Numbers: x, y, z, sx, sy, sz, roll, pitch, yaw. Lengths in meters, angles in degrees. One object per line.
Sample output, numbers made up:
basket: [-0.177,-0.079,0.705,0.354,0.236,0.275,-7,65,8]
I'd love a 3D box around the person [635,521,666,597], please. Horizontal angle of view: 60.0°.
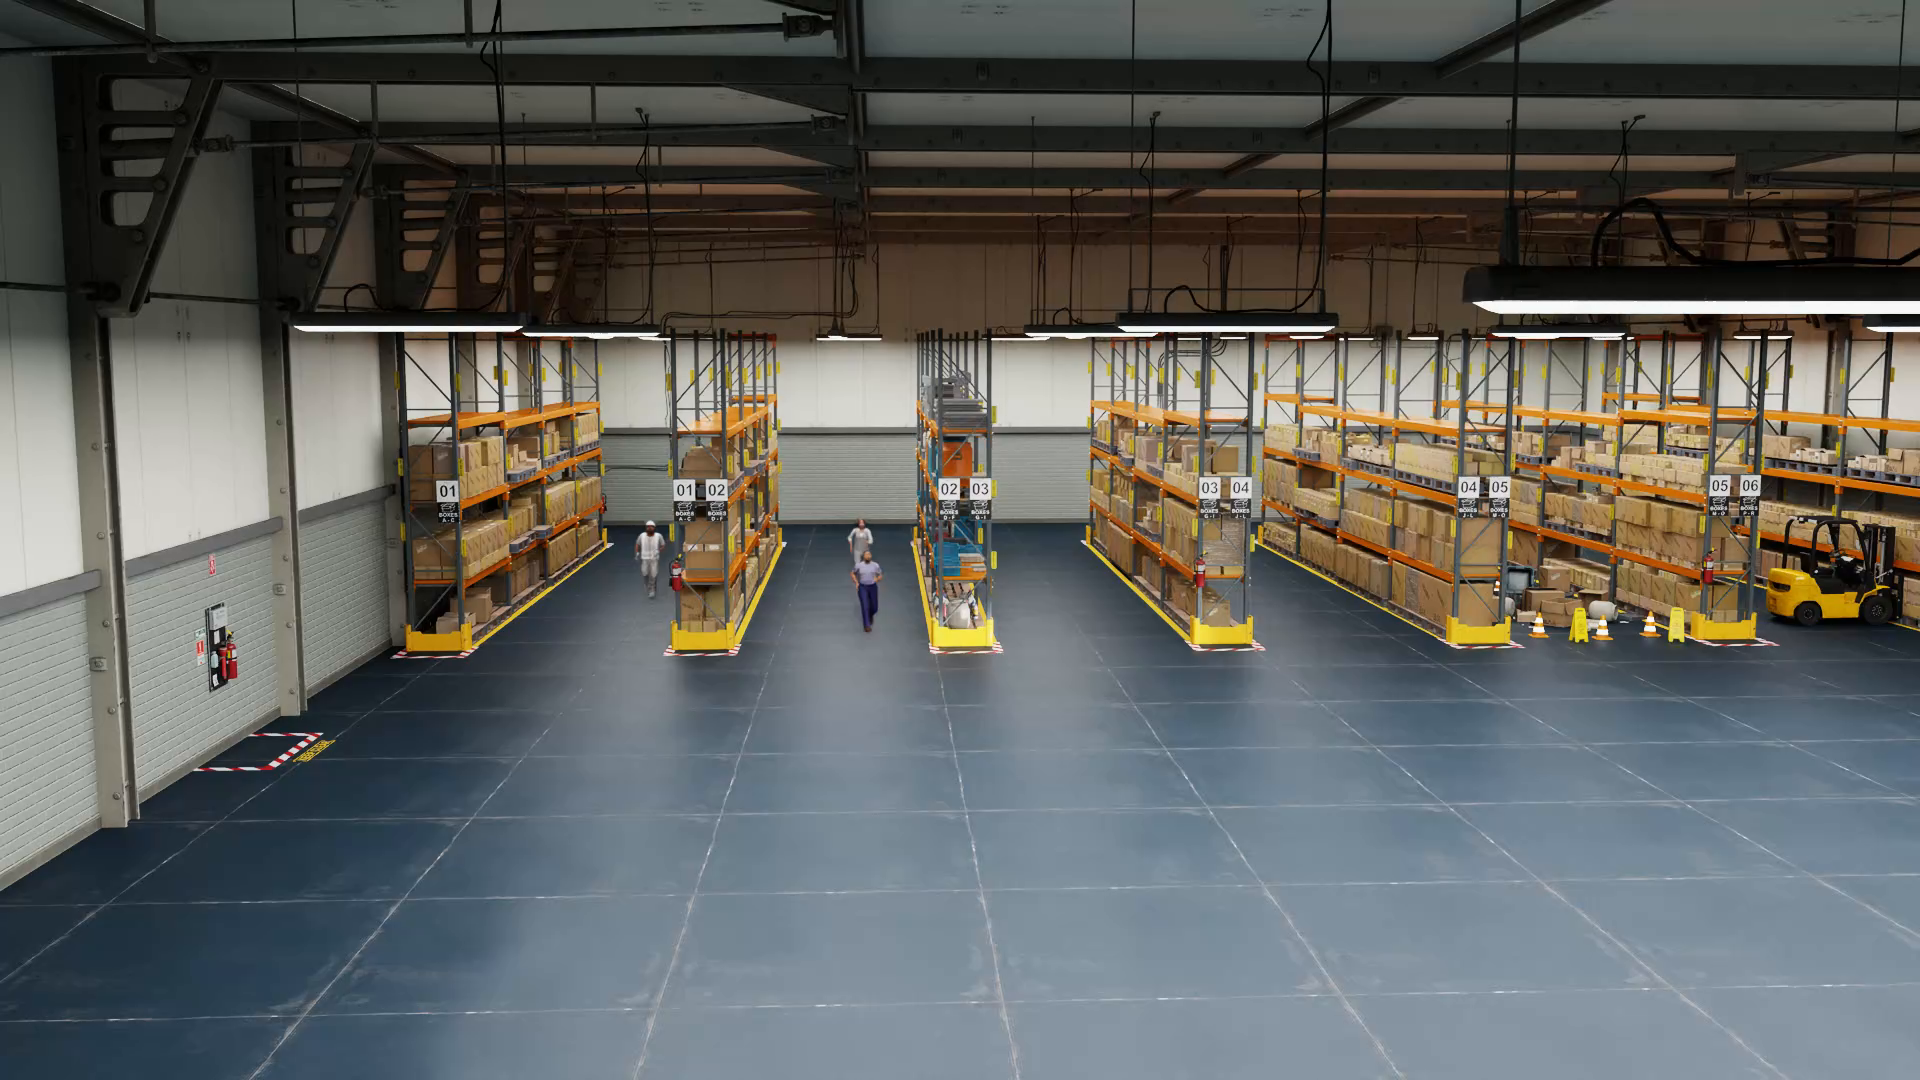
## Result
person: [-6.991,0.441,37.553,0.691,1.740,0.583,-1,7,-6]

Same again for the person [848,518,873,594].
person: [-2.166,0.351,36.506,0.503,1.689,0.684,-1,7,-12]

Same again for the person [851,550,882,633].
person: [-1.857,1.007,33.297,0.620,1.601,0.804,-2,7,-14]
